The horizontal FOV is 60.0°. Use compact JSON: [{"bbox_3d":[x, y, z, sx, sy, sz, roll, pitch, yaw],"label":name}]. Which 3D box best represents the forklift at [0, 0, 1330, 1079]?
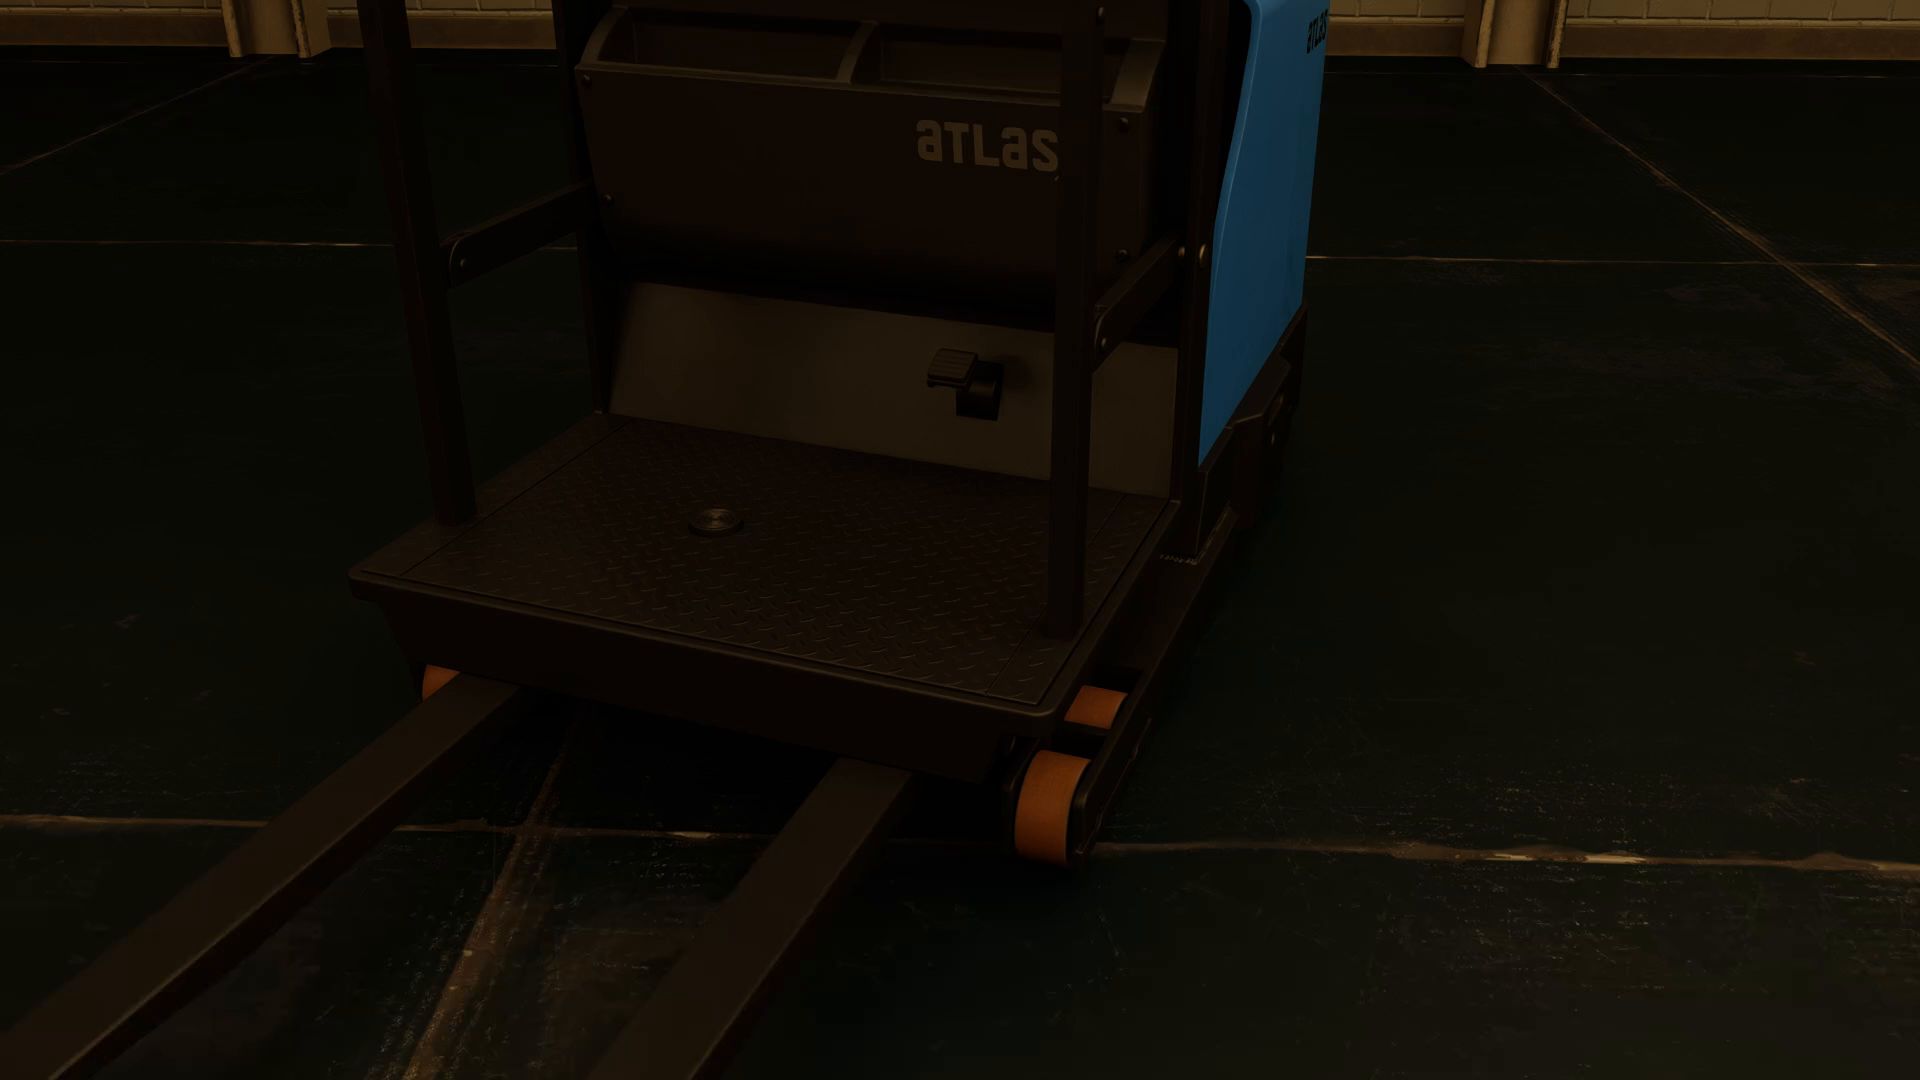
[{"bbox_3d":[-0.225,-1.054,2.157,1.130,2.935,3.031,10,28,19],"label":"forklift"}]
